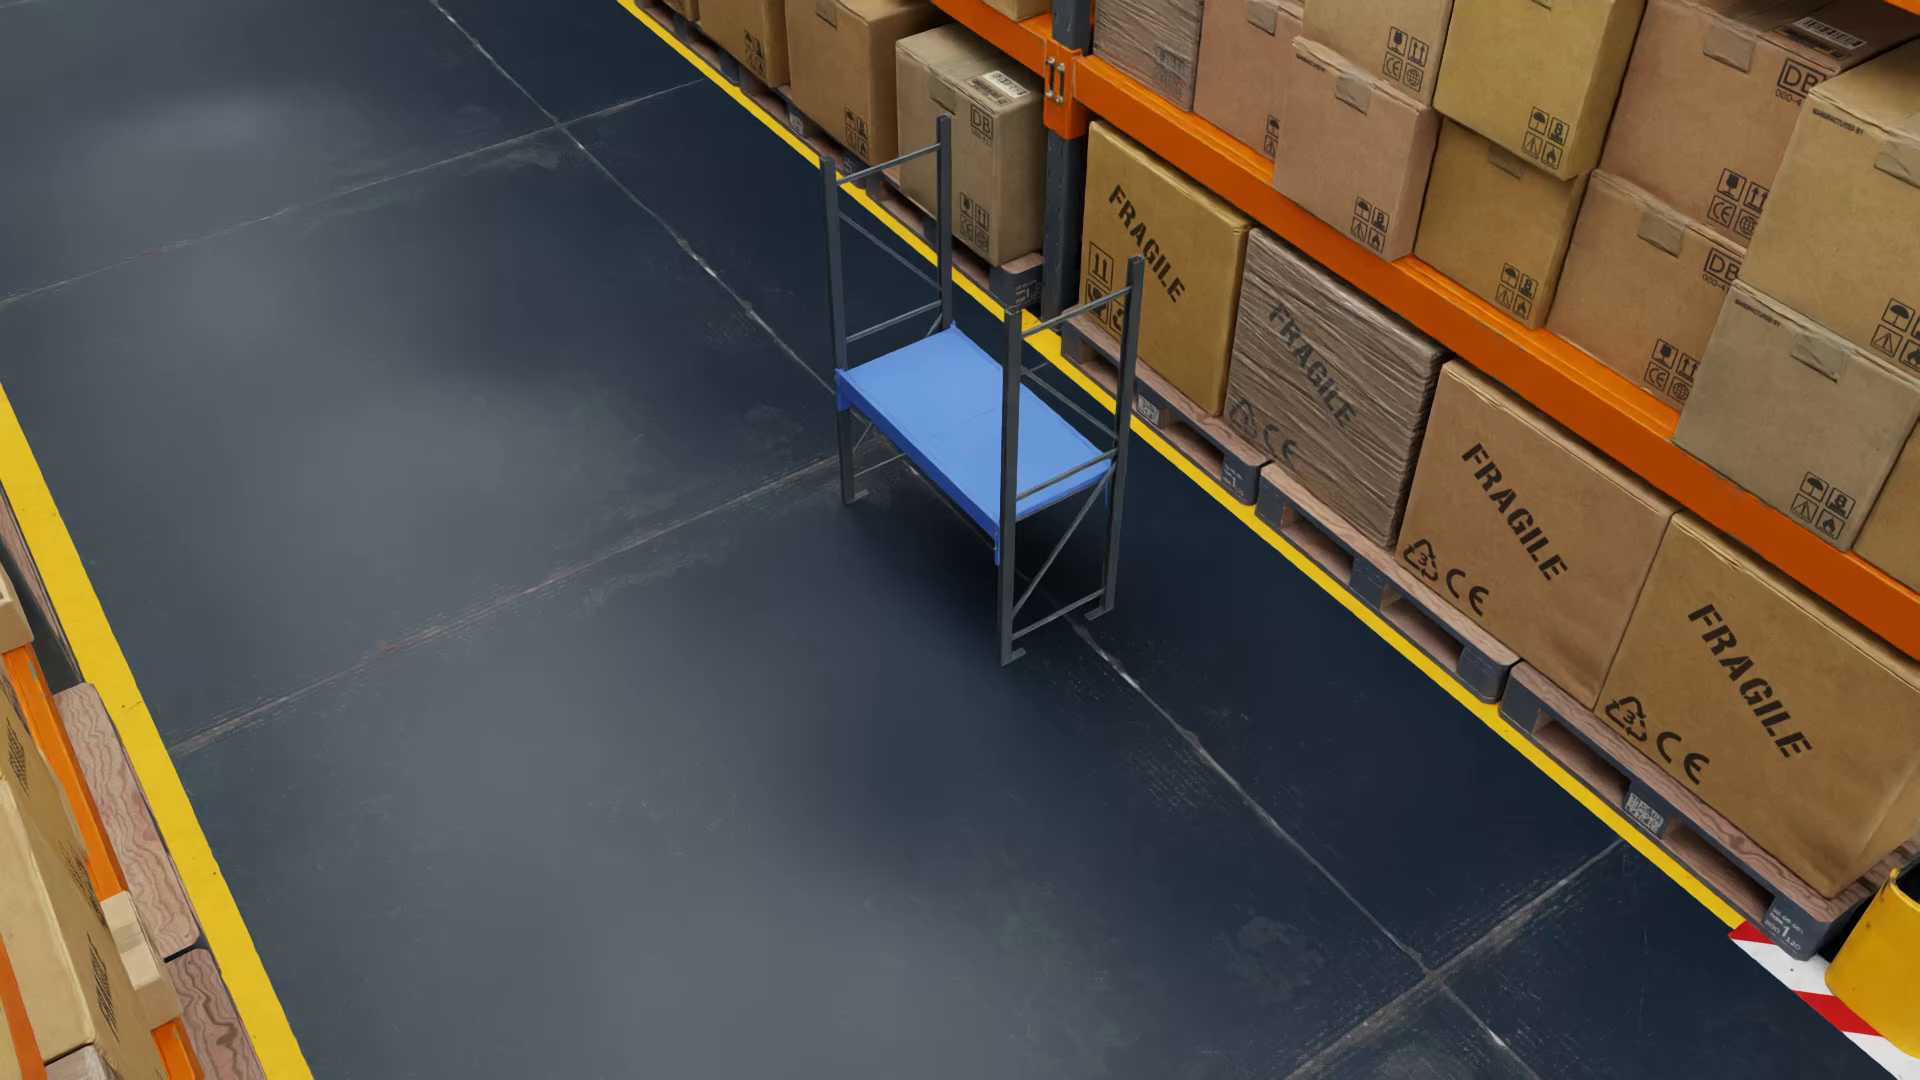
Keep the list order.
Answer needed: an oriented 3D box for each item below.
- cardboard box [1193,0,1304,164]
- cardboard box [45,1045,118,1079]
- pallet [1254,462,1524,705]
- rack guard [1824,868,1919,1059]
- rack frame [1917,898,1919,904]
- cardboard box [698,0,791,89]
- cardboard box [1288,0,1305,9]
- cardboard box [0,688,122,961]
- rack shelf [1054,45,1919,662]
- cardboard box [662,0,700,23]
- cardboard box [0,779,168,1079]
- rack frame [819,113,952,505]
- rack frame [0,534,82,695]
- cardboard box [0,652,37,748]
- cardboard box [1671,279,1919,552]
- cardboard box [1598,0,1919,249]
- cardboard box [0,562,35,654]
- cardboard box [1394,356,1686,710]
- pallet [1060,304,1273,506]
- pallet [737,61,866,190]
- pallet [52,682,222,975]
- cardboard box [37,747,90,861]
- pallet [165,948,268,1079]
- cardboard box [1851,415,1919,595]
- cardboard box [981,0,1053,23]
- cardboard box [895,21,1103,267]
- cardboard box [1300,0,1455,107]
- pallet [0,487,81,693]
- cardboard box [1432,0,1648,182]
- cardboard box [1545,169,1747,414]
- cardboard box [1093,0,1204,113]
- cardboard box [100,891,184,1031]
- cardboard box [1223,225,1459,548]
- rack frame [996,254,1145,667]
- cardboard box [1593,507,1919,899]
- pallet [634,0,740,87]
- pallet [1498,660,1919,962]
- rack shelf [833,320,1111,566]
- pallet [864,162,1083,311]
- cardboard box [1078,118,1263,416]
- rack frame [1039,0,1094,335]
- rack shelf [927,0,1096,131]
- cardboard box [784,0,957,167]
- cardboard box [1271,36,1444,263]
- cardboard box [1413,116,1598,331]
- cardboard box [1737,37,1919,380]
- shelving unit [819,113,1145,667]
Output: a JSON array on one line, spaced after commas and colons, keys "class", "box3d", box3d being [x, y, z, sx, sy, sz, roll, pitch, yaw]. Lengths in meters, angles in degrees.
[{"class": "cardboard box", "box3d": [1.346, -1.752, 5.804, 0.875, 0.550, 0.550, -26, 49, -24]}, {"class": "cardboard box", "box3d": [-1.137, 1.039, 1.978, 0.500, 0.500, 0.500, -26, 49, -24]}, {"class": "pallet", "box3d": [1.865, -0.042, 6.141, 1.003, 0.211, 1.213, -26, 49, -24]}, {"class": "rack guard", "box3d": [3.094, 0.979, 4.862, 1.175, 0.500, 0.348, -26, 49, -24]}, {"class": "rack frame", "box3d": [3.080, 0.061, 4.013, 1.000, 3.000, 0.127, -26, 49, -24]}, {"class": "cardboard box", "box3d": [-0.719, -2.933, 8.476, 1.050, 0.750, 0.750, -25, 49, -24]}, {"class": "cardboard box", "box3d": [1.385, -2.161, 5.451, 0.875, 0.550, 0.550, -26, 49, -24]}, {"class": "cardboard box", "box3d": [-1.704, 0.470, 2.573, 0.500, 0.500, 0.500, -26, 49, -24]}, {"class": "rack shelf", "box3d": [1.936, -0.811, 5.448, 1.077, 0.370, 4.000, -26, 49, -24]}, {"class": "cardboard box", "box3d": [-1.222, -3.427, 8.993, 1.050, 0.750, 0.750, -26, 50, -25]}, {"class": "cardboard box", "box3d": [-1.417, 0.753, 2.277, 0.500, 0.500, 0.500, -26, 49, -24]}, {"class": "rack frame", "box3d": [-0.242, -0.782, 5.983, 0.500, 1.500, 0.032, -26, 49, -24]}, {"class": "rack frame", "box3d": [-3.334, -0.302, 4.394, 1.000, 3.000, 0.127, -26, 49, -24]}, {"class": "cardboard box", "box3d": [-1.995, 0.190, 2.867, 0.500, 0.500, 0.500, -26, 49, -24]}, {"class": "cardboard box", "box3d": [2.498, -0.488, 4.480, 0.875, 0.550, 0.550, -26, 49, -24]}, {"class": "cardboard box", "box3d": [2.301, -1.255, 4.502, 0.875, 0.550, 0.550, -26, 49, -24]}, {"class": "cardboard box", "box3d": [-2.506, 0.203, 4.047, 0.380, 0.149, 0.250, -26, 49, -24]}, {"class": "cardboard box", "box3d": [2.133, -0.177, 5.498, 0.875, 0.875, 0.875, -26, 50, -25]}, {"class": "pallet", "box3d": [1.163, -0.734, 6.866, 1.003, 0.211, 1.213, -26, 49, -24]}, {"class": "pallet", "box3d": [-0.413, -2.294, 8.500, 1.003, 0.211, 1.213, -26, 49, -24]}, {"class": "pallet", "box3d": [-2.921, 1.073, 4.973, 1.003, 0.211, 1.213, -26, 49, -24]}, {"class": "cardboard box", "box3d": [-2.124, 0.650, 3.579, 0.380, 0.149, 0.250, -26, 49, -24]}, {"class": "pallet", "box3d": [-2.219, 1.765, 4.249, 1.003, 0.211, 1.213, -26, 49, -24]}, {"class": "cardboard box", "box3d": [2.831, -0.185, 4.163, 0.875, 0.550, 0.550, -26, 49, -24]}, {"class": "cardboard box", "box3d": [0.274, -2.430, 6.551, 0.500, 0.500, 0.500, -26, 49, -25]}, {"class": "cardboard box", "box3d": [0.363, -1.858, 7.349, 1.050, 0.750, 0.750, -26, 49, -25]}, {"class": "cardboard box", "box3d": [1.581, -1.801, 5.073, 0.875, 0.550, 0.550, -26, 49, -24]}, {"class": "pallet", "box3d": [-3.781, 0.266, 5.818, 1.003, 0.211, 1.213, -26, 49, -24]}, {"class": "cardboard box", "box3d": [1.891, -1.504, 4.762, 0.875, 0.550, 0.500, -26, 49, -24]}, {"class": "cardboard box", "box3d": [2.281, -0.855, 4.865, 0.875, 0.550, 0.550, -26, 49, -24]}, {"class": "cardboard box", "box3d": [1.013, -2.054, 6.121, 0.875, 0.550, 0.550, -26, 49, -24]}, {"class": "cardboard box", "box3d": [-1.792, 0.911, 3.306, 0.380, 0.149, 0.250, -26, 49, -24]}, {"class": "cardboard box", "box3d": [1.613, -0.695, 6.040, 0.875, 0.875, 0.875, -25, 49, -24]}, {"class": "rack frame", "box3d": [0.340, -0.206, 5.380, 0.500, 1.500, 0.032, -26, 49, -24]}, {"class": "cardboard box", "box3d": [2.638, 0.320, 4.977, 0.875, 0.875, 0.875, -25, 49, -24]}, {"class": "pallet", "box3d": [-1.107, -2.985, 9.224, 1.003, 0.211, 1.213, -26, 49, -24]}, {"class": "pallet", "box3d": [2.559, 0.648, 5.418, 1.003, 0.211, 1.213, -26, 49, -24]}, {"class": "rack shelf", "box3d": [0.049, -0.364, 5.806, 0.538, 0.185, 1.000, -26, 49, -24]}, {"class": "pallet", "box3d": [0.289, -1.603, 7.776, 1.003, 0.211, 1.213, -26, 49, -24]}, {"class": "cardboard box", "box3d": [1.094, -1.204, 6.573, 0.875, 0.875, 0.875, -25, 49, -24]}, {"class": "rack frame", "box3d": [0.792, -2.204, 6.387, 1.000, 3.000, 0.127, -26, 49, -24]}, {"class": "rack shelf", "box3d": [-0.352, -3.077, 7.821, 1.077, 0.370, 4.000, -26, 49, -24]}, {"class": "cardboard box", "box3d": [-0.186, -2.406, 7.923, 1.050, 0.750, 0.750, -26, 49, -24]}, {"class": "cardboard box", "box3d": [1.558, -1.399, 5.435, 0.875, 0.550, 0.550, -26, 49, -24]}, {"class": "cardboard box", "box3d": [1.944, -1.139, 5.162, 0.875, 0.550, 0.500, -26, 49, -24]}, {"class": "cardboard box", "box3d": [2.510, -0.884, 4.113, 0.875, 0.550, 0.550, -26, 49, -24]}, {"class": "shelving unit", "box3d": [0.049, -0.494, 5.682, 0.538, 1.500, 1.048, -26, 49, -24]}]
